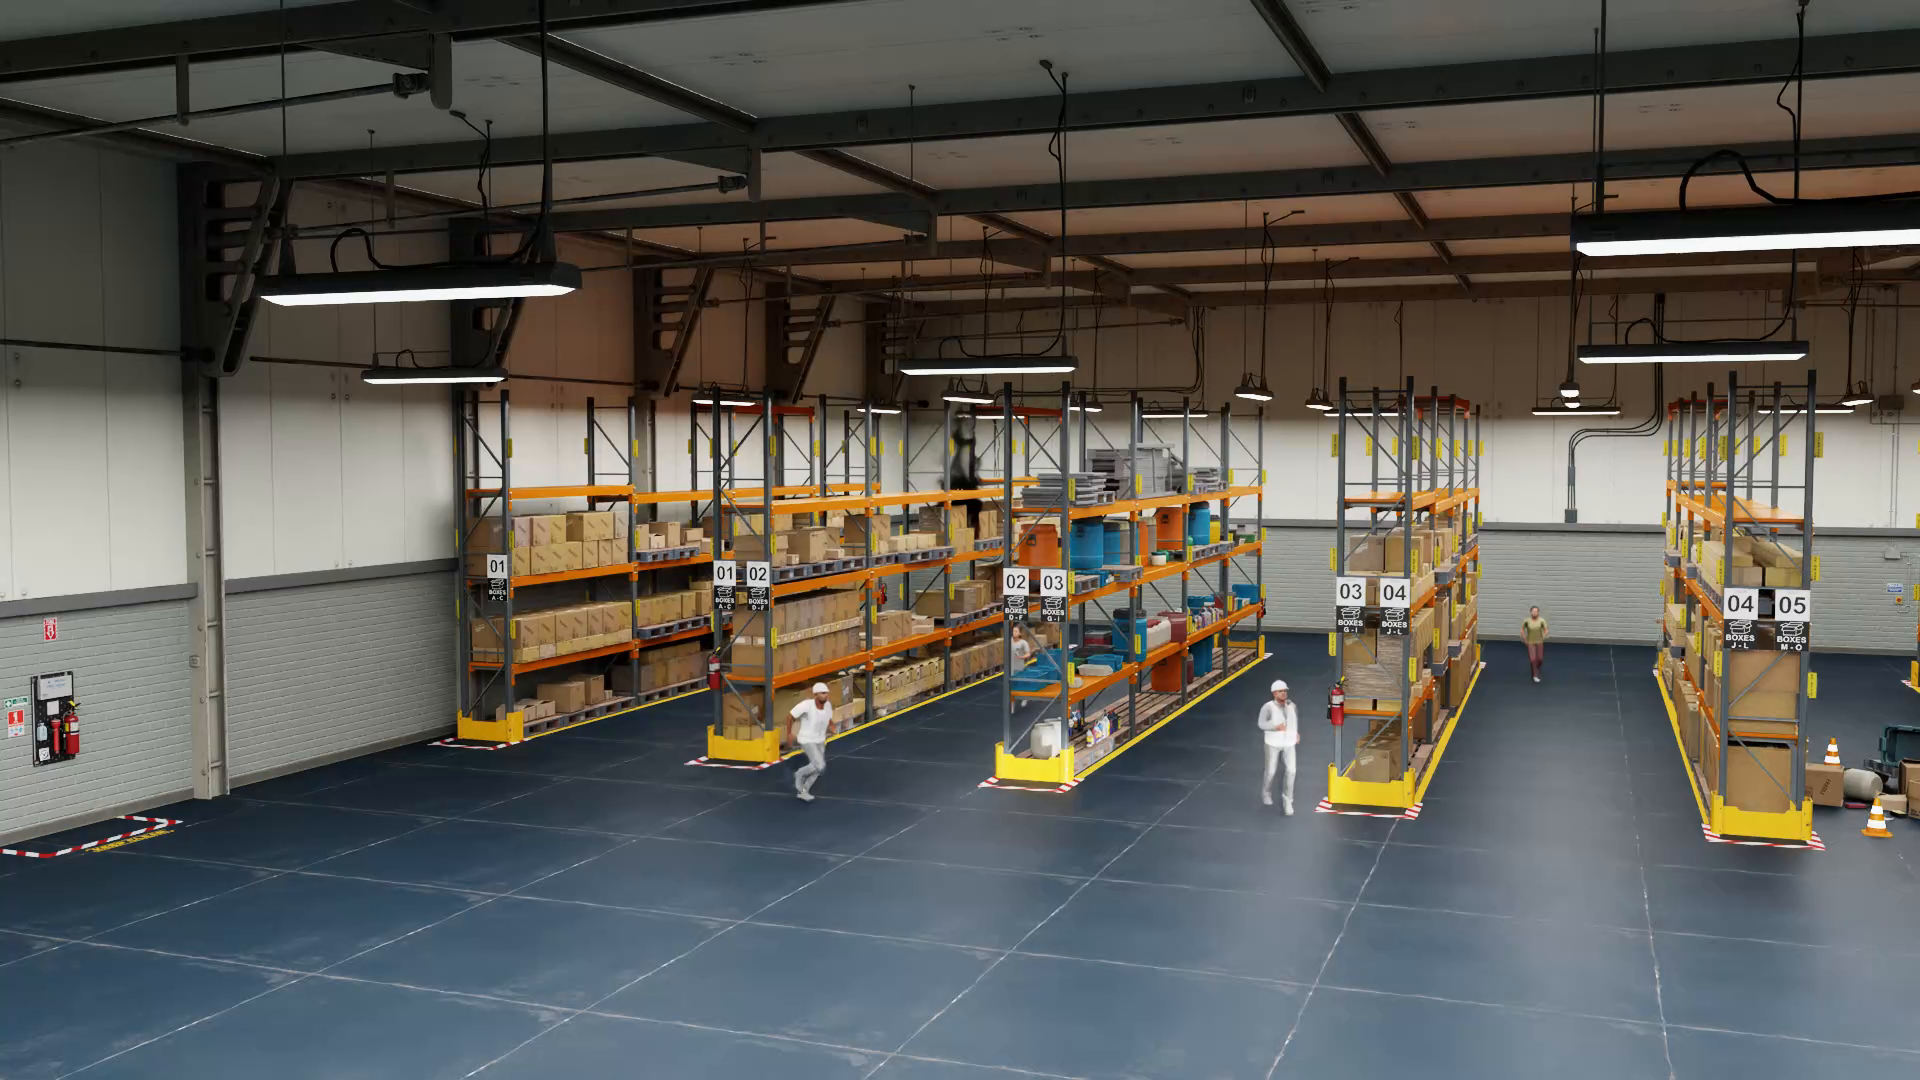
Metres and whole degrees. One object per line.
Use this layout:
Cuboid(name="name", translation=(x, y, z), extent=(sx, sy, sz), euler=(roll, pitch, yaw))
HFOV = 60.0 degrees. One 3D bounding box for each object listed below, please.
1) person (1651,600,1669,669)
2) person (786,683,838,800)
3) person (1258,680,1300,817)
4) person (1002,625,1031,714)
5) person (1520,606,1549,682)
Cuboid(name="person", translation=(16.082, 2.140, 37.710), extent=(0.687, 1.616, 0.606), euler=(1, 3, 12))
Cuboid(name="person", translation=(-2.041, 2.849, 23.519), extent=(0.671, 1.676, 0.661), euler=(2, 4, 36))
Cuboid(name="person", translation=(4.411, 2.843, 22.943), extent=(0.654, 1.824, 0.743), euler=(0, 3, -8))
Cuboid(name="person", translation=(1.058, 2.434, 31.451), extent=(0.575, 1.645, 0.914), euler=(1, 3, 16))
Cuboid(name="person", translation=(12.387, 2.233, 35.855), extent=(0.575, 1.636, 0.652), euler=(1, 3, 14))
